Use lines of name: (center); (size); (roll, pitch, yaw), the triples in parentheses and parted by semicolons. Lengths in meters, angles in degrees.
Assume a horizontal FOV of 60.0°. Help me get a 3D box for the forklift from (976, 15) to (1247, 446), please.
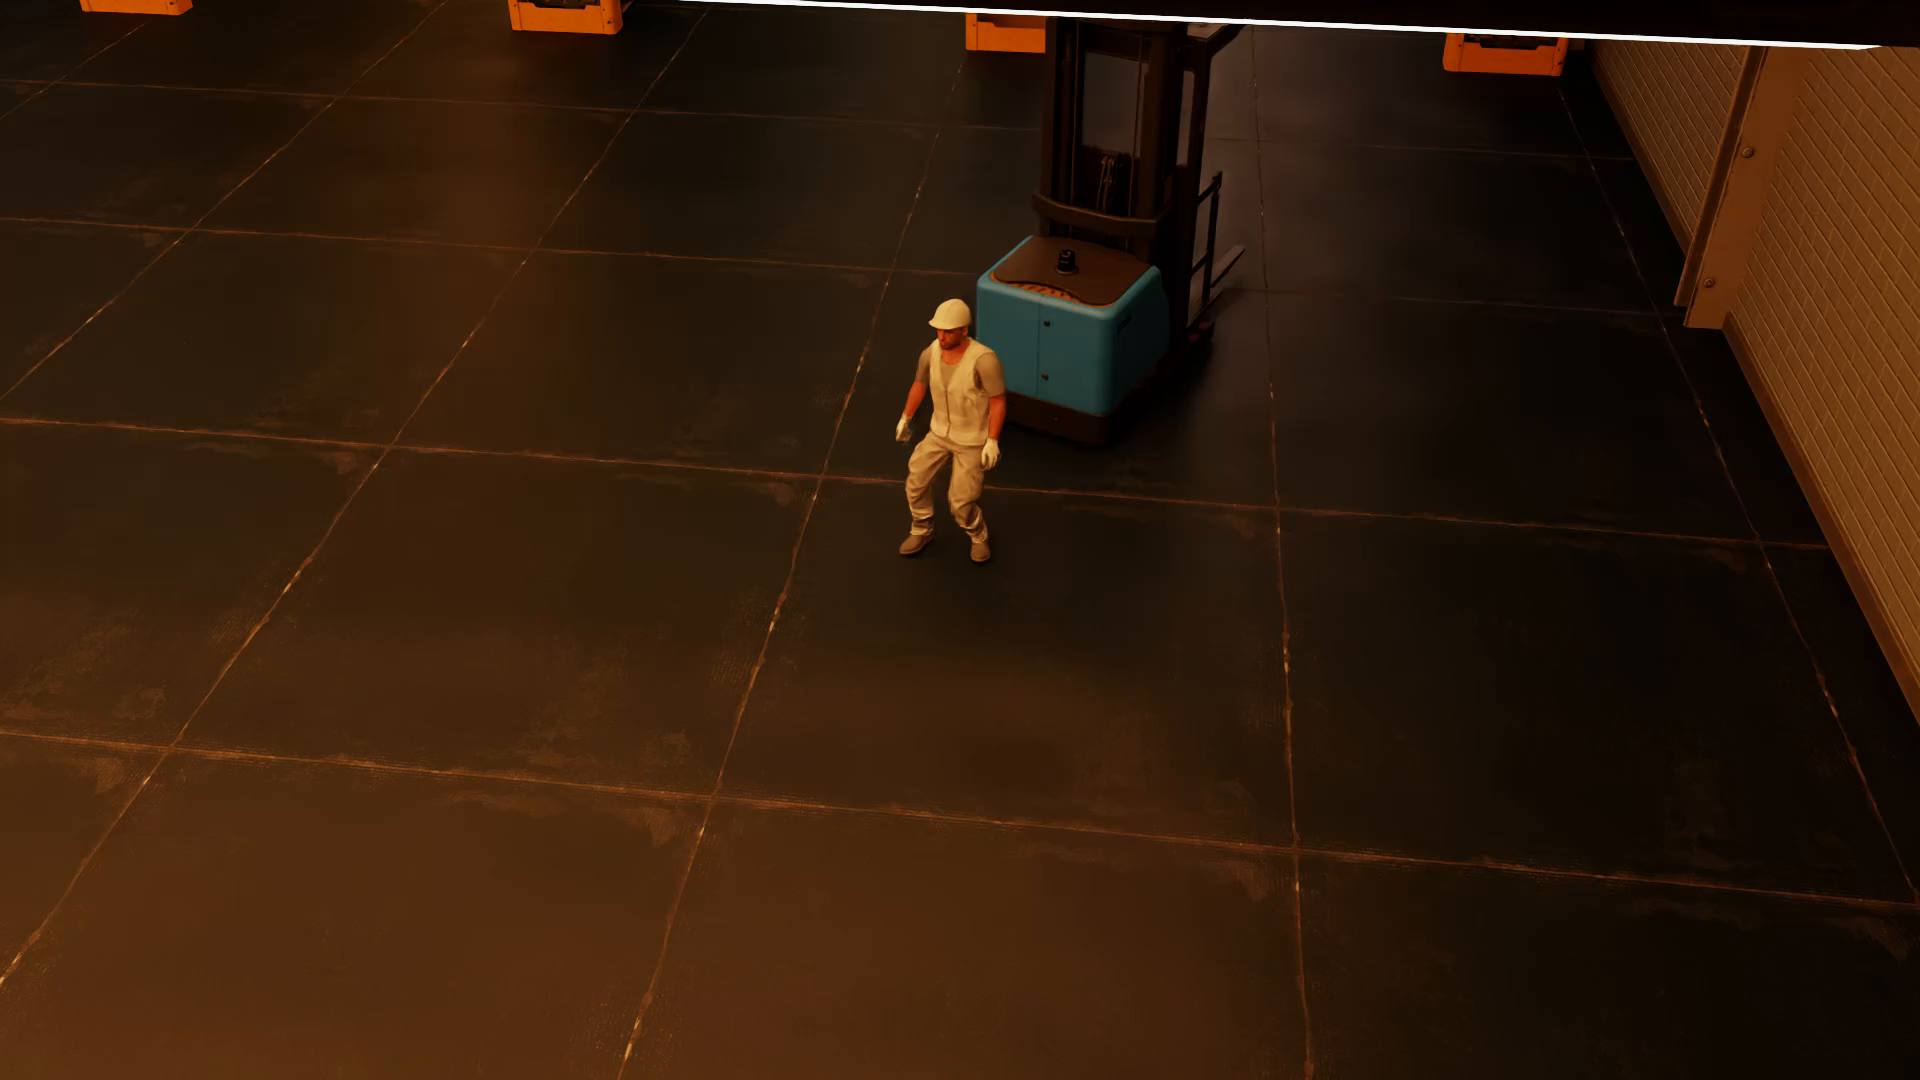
forklift: (1.254, -2.670, 11.651); (1.130, 2.935, 3.031); (18, 40, 23)

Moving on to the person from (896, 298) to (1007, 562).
person: (-0.072, -0.623, 9.901); (0.782, 1.729, 0.470); (23, 42, 28)
